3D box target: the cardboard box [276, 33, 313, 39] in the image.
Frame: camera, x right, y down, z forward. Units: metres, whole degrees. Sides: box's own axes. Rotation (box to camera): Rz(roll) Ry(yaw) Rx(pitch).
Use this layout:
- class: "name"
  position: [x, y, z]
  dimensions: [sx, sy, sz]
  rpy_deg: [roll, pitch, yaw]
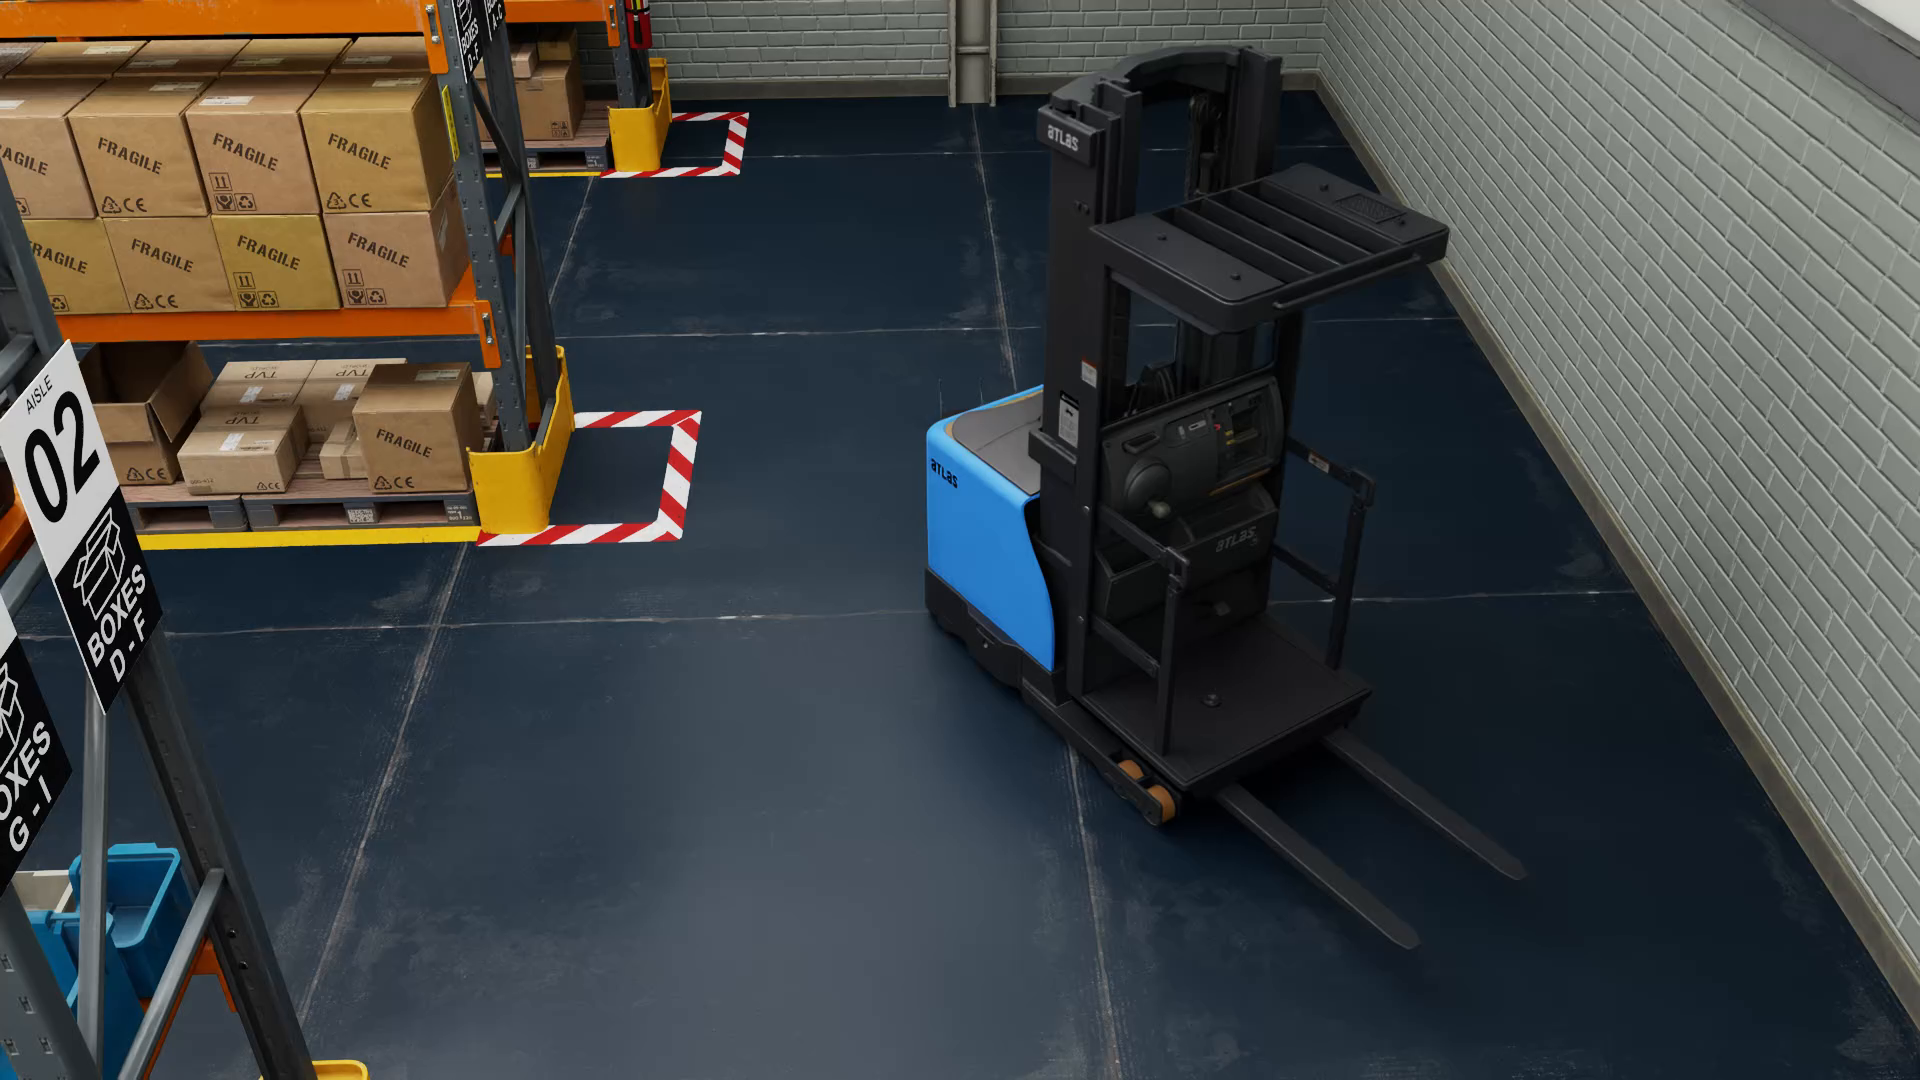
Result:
- class: "cardboard box"
  position: [-5.163, -3.812, 12.880]
  dimensions: [0.250, 0.149, 0.380]
  rpy_deg: [-3, 35, -4]

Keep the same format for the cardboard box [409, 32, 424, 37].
- class: "cardboard box"
  position: [-4.144, -3.840, 12.920]
  dimensions: [0.250, 0.149, 0.380]
  rpy_deg: [-1, 35, -2]

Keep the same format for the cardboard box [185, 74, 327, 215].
- class: "cardboard box"
  position: [-3.253, -1.869, 7.848]
  dimensions: [0.500, 0.500, 0.500]
  rpy_deg: [-1, 35, -1]

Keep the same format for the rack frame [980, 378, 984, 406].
- class: "rack frame"
  position: [0.110, -0.373, 8.498]
  dimensions: [0.006, 0.900, 0.240]
  rpy_deg: [-2, 35, -2]

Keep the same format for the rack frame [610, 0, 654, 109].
- class: "rack frame"
  position: [-2.555, -4.415, 12.493]
  dimensions: [0.127, 3.000, 1.000]
  rpy_deg: [-2, 35, -2]

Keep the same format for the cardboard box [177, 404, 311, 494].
- class: "cardboard box"
  position: [-3.798, -0.486, 8.846]
  dimensions: [0.500, 0.250, 0.500]
  rpy_deg: [-2, 35, -2]

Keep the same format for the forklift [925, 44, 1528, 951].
- class: "forklift"
  position: [1.080, -0.318, 6.633]
  dimensions: [1.130, 2.935, 3.031]
  rpy_deg: [-22, 40, -28]

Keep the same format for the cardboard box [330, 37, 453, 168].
- class: "cardboard box"
  position: [-2.772, -2.189, 8.311]
  dimensions: [0.500, 0.500, 0.500]
  rpy_deg: [-1, 35, -1]

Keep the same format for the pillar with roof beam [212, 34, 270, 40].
- class: "pillar with roof beam"
  position: [-5.688, -4.837, 7.832]
  dimensions: [0.400, 9.000, 9.100]
  rpy_deg: [-2, 35, -2]

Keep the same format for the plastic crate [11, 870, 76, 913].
- class: "plastic crate"
  position: [-2.672, 1.082, 4.730]
  dimensions: [0.298, 0.136, 0.250]
  rpy_deg: [-2, 35, -2]

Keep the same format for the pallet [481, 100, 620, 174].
- class: "pallet"
  position: [-3.350, -3.202, 13.191]
  dimensions: [1.213, 0.211, 1.003]
  rpy_deg: [-2, 35, -2]

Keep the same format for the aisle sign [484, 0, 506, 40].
- class: "aisle sign"
  position: [-2.262, -2.837, 7.928]
  dimensions: [0.004, 0.787, 0.394]
  rpy_deg: [-2, 35, -2]

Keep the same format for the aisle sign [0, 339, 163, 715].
- class: "aisle sign"
  position: [-2.028, -0.023, 3.863]
  dimensions: [0.004, 0.787, 0.394]
  rpy_deg: [-2, 35, -2]

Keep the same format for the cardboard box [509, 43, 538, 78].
- class: "cardboard box"
  position: [-3.369, -3.643, 12.636]
  dimensions: [0.250, 0.149, 0.380]
  rpy_deg: [-2, 35, -3]

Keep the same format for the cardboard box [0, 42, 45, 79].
- class: "cardboard box"
  position: [-4.804, -2.133, 8.230]
  dimensions: [0.500, 0.500, 0.500]
  rpy_deg: [-1, 35, -2]

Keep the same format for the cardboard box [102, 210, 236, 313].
- class: "cardboard box"
  position: [-3.768, -1.447, 8.117]
  dimensions: [0.500, 0.500, 0.500]
  rpy_deg: [-1, 35, -2]

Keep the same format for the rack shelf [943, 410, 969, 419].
- class: "rack shelf"
  position: [0.008, -0.565, 8.360]
  dimensions: [0.200, 0.077, 0.258]
  rpy_deg: [-2, 35, -2]

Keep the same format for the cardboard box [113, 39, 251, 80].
- class: "cardboard box"
  position: [-3.794, -2.160, 8.269]
  dimensions: [0.500, 0.500, 0.500]
  rpy_deg: [-1, 35, -2]

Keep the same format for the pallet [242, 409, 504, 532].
- class: "pallet"
  position: [-3.189, -0.428, 9.183]
  dimensions: [1.213, 0.211, 1.003]
  rpy_deg: [-2, 35, -2]

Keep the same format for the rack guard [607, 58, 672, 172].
- class: "rack guard"
  position: [-2.531, -3.387, 13.205]
  dimensions: [0.348, 0.500, 1.175]
  rpy_deg: [-2, 35, -2]

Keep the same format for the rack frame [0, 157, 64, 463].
- class: "rack frame"
  position: [-2.086, -1.250, 2.649]
  dimensions: [0.127, 3.000, 1.000]
  rpy_deg: [-2, 35, -2]

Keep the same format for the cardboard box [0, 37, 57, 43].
- class: "cardboard box"
  position: [-7.194, -3.504, 12.697]
  dimensions: [0.750, 0.750, 0.750]
  rpy_deg: [-1, 35, -2]

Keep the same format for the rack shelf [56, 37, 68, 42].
- class: "rack shelf"
  position: [-8.548, -3.957, 12.464]
  dimensions: [4.000, 0.370, 1.077]
  rpy_deg: [-2, 35, -2]

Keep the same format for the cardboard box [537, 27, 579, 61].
- class: "cardboard box"
  position: [-3.134, -3.867, 12.960]
  dimensions: [0.250, 0.149, 0.380]
  rpy_deg: [-1, 35, -2]

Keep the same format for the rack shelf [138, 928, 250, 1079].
- class: "rack shelf"
  position: [-4.084, 1.567, 4.483]
  dimensions: [4.000, 0.370, 1.077]
  rpy_deg: [-2, 35, -2]

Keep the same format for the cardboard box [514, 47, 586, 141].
- class: "cardboard box"
  position: [-3.249, -3.484, 12.975]
  dimensions: [0.500, 0.500, 0.700]
  rpy_deg: [-2, 35, -2]

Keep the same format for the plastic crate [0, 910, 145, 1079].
- class: "plastic crate"
  position: [-2.412, 1.293, 4.162]
  dimensions: [0.499, 0.435, 0.616]
  rpy_deg: [-2, 35, -2]

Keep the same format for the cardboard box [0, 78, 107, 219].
- class: "cardboard box"
  position: [-4.284, -1.838, 7.804]
  dimensions: [0.500, 0.500, 0.500]
  rpy_deg: [-1, 35, -1]

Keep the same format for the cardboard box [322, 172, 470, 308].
- class: "cardboard box"
  position: [-2.751, -1.473, 8.155]
  dimensions: [0.500, 0.500, 0.500]
  rpy_deg: [-1, 35, -1]

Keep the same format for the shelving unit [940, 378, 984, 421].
- class: "shelving unit"
  position: [0.008, -0.370, 8.494]
  dimensions: [0.210, 0.900, 0.258]
  rpy_deg: [-2, 35, -2]

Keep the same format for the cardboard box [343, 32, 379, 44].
- class: "cardboard box"
  position: [-4.653, -3.826, 12.900]
  dimensions: [0.250, 0.149, 0.380]
  rpy_deg: [-2, 35, -3]

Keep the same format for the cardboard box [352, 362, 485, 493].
- class: "cardboard box"
  position: [-2.848, -0.597, 8.787]
  dimensions: [0.500, 0.500, 0.500]
  rpy_deg: [-2, 35, -2]

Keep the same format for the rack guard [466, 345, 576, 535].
- class: "rack guard"
  position: [-2.393, -0.569, 9.133]
  dimensions: [0.348, 0.500, 1.175]
  rpy_deg: [-2, 35, -2]

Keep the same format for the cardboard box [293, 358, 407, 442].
- class: "cardboard box"
  position: [-3.373, -0.782, 9.274]
  dimensions: [0.500, 0.250, 0.500]
  rpy_deg: [-2, 35, -2]

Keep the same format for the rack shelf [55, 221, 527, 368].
- class: "rack shelf"
  position: [-4.314, -1.249, 8.551]
  dimensions: [4.000, 0.370, 1.077]
  rpy_deg: [-2, 35, -2]

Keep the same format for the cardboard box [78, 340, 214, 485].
- class: "cardboard box"
  position: [-4.436, -0.699, 8.931]
  dimensions: [0.637, 0.503, 0.797]
  rpy_deg: [-2, 35, -2]
